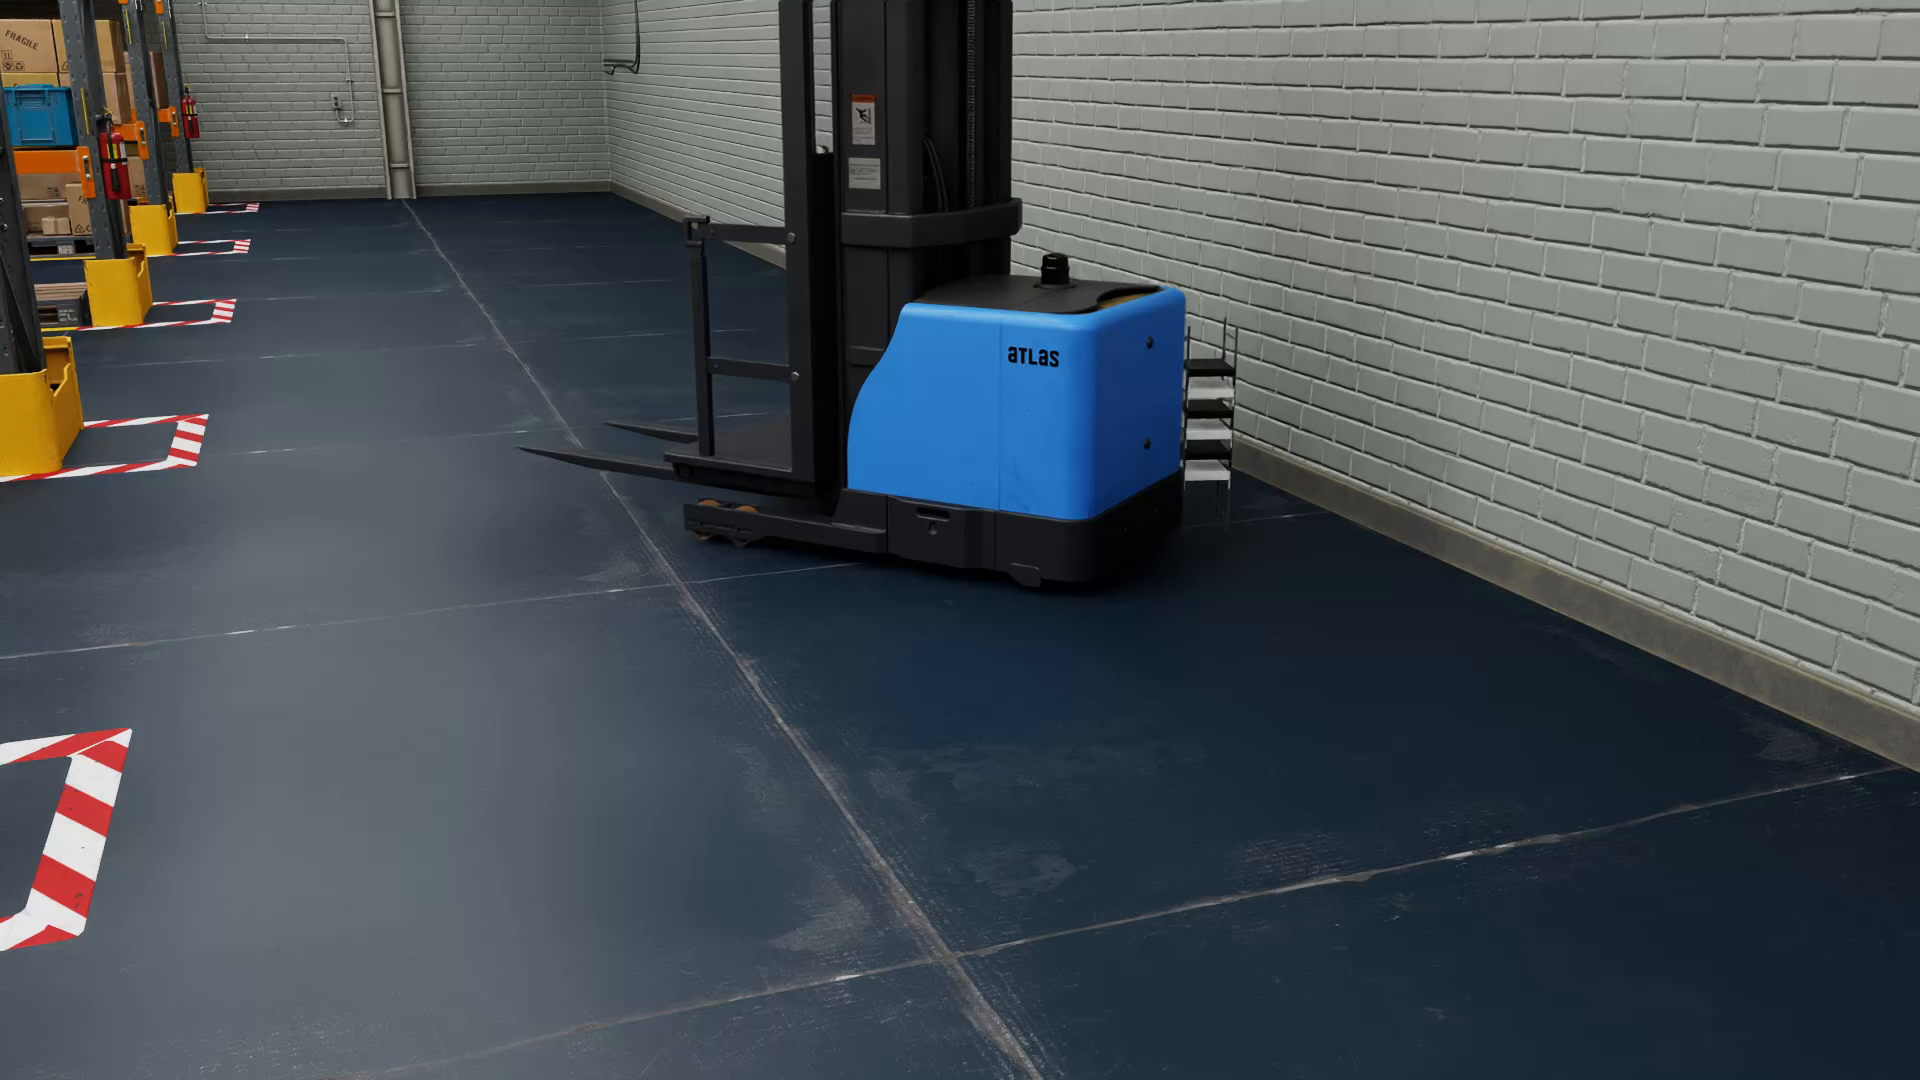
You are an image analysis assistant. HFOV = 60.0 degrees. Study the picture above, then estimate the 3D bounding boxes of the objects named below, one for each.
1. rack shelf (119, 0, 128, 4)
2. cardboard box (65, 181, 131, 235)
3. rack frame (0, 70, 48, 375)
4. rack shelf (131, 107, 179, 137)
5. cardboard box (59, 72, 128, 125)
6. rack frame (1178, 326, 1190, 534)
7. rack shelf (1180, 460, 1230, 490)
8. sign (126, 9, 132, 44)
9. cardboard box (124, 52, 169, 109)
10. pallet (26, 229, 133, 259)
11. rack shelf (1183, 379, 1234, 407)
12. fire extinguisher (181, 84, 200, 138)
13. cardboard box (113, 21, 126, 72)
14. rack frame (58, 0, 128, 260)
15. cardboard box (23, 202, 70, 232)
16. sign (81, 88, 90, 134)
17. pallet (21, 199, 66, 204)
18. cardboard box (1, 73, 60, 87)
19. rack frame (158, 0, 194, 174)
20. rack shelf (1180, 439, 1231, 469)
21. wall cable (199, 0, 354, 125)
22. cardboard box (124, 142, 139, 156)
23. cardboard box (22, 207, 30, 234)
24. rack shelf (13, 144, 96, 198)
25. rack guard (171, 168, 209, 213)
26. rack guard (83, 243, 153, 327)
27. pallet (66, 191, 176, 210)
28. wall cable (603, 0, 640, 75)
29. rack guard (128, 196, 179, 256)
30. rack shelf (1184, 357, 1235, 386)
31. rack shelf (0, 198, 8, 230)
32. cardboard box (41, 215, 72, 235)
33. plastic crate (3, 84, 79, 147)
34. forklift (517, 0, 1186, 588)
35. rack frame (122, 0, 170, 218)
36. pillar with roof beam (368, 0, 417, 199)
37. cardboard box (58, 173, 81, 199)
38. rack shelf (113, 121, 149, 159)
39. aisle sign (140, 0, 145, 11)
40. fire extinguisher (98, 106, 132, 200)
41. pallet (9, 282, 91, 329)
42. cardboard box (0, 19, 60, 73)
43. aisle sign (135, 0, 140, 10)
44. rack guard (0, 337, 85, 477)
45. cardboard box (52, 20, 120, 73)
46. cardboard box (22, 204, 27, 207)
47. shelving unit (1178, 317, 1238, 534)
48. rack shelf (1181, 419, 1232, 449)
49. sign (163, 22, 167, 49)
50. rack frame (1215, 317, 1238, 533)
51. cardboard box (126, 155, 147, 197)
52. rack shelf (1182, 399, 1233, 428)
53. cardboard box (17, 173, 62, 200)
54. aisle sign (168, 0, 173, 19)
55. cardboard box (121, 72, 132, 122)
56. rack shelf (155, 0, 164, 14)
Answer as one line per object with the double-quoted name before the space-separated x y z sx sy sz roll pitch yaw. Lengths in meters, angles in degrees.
"rack shelf" -10.264 -5.407 16.139 4.000 0.370 1.077 -6 17 -20
"cardboard box" -8.816 -3.406 17.029 0.500 0.500 0.500 -6 17 -20
"rack frame" -4.855 -1.907 8.270 0.127 3.000 1.000 -6 17 -20
"rack shelf" -12.040 -5.270 20.998 4.000 0.370 1.077 -6 17 -20
"cardboard box" -8.717 -4.445 16.735 0.500 0.500 0.500 -6 17 -18
"rack frame" 0.949 -0.492 7.178 0.006 0.900 0.240 -1 16 -4
"rack shelf" 1.050 -0.290 7.246 0.200 0.077 0.258 -1 16 -4
"sign" -8.216 -5.073 16.435 0.005 0.325 0.100 -6 17 -20
"cardboard box" -10.645 -5.907 21.357 0.700 0.700 0.980 -5 17 -18
"pallet" -9.211 -3.088 17.239 1.213 0.211 1.003 -6 17 -20
"rack shelf" 1.050 -0.635 7.144 0.200 0.077 0.258 -1 16 -4
"fire extinguisher" -9.866 -5.495 21.285 0.183 0.674 0.296 -6 17 -20
"cardboard box" -8.905 -5.066 17.076 0.500 0.500 0.500 -6 17 -18
"rack frame" -6.627 -3.210 12.707 0.127 3.000 1.000 -6 17 -20
"cardboard box" -9.472 -3.375 17.368 0.500 0.250 0.500 -6 17 -20
"sign" -6.415 -3.146 12.197 0.005 0.325 0.100 -6 17 -20
"pallet" -12.028 -4.256 21.217 1.213 0.211 1.003 -6 17 -20
"cardboard box" -9.200 -4.392 16.554 0.500 0.500 0.500 -6 17 -20
"rack frame" -10.172 -5.817 21.584 0.127 3.000 1.000 -6 17 -20
"rack shelf" 1.050 -0.376 7.220 0.200 0.077 0.258 -1 16 -4
"wall cable" -9.315 -6.683 22.728 1.851 1.984 0.084 -6 17 -20
"cardboard box" -10.745 -5.099 21.677 0.250 0.149 0.380 -6 17 -20
"cardboard box" -9.713 -3.198 16.765 0.500 0.250 0.500 -6 17 -20
"rack shelf" -8.495 -2.664 12.122 4.000 0.370 1.077 -6 17 -20
"rack guard" -10.150 -4.620 21.944 0.348 0.500 1.175 -6 17 -20
"rack guard" -6.609 -2.017 13.079 0.348 0.500 1.175 -6 17 -20
"pallet" -10.891 -4.378 21.632 1.213 0.211 1.003 -6 17 -20
"wall cable" -4.763 -7.682 22.797 0.112 2.526 3.097 -6 17 -20
"rack guard" -8.467 -3.307 17.473 0.348 0.500 1.175 -6 17 -20
"rack shelf" 1.050 -0.722 7.119 0.200 0.077 0.258 -1 16 -4
"rack shelf" -6.722 -1.361 7.684 4.000 0.370 1.077 -6 17 -20
"cardboard box" -9.226 -3.229 17.018 0.250 0.166 0.380 -6 17 -20
"plastic crate" -6.873 -3.173 12.412 0.499 0.435 0.616 -6 17 -20
"forklift" -0.596 -1.503 7.016 3.031 2.935 1.130 9 19 28
"rack frame" -8.396 -4.514 17.147 0.127 3.000 1.000 -6 17 -20
"pillar with roof beam" -6.420 -8.063 18.583 0.400 9.000 9.100 -6 17 -20
"cardboard box" -11.257 -4.672 21.375 0.500 0.500 0.700 -6 17 -20
"rack shelf" -10.264 -3.967 16.561 4.000 0.370 1.077 -6 17 -20
"aisle sign" -8.437 -5.846 17.067 0.004 0.787 0.394 -6 17 -20
"fire extinguisher" -6.324 -2.890 12.415 0.183 0.674 0.296 -6 17 -20
"pallet" -7.411 -1.800 12.852 1.213 0.211 1.003 -6 17 -20
"cardboard box" -9.185 -4.873 16.418 0.500 0.500 0.500 -6 17 -19
"aisle sign" -8.223 -5.688 16.529 0.004 0.787 0.394 -6 17 -20
"rack guard" -4.832 -0.710 8.630 0.348 0.500 1.175 -6 17 -20
"cardboard box" -8.713 -4.925 16.592 0.500 0.500 0.500 -6 18 -21
"cardboard box" -9.939 -3.325 17.196 0.500 0.250 0.500 -6 17 -20
"shelving unit" 1.050 -0.495 7.185 0.210 0.900 0.258 -1 16 -4
"rack shelf" 1.050 -0.463 7.195 0.200 0.077 0.258 -1 16 -4
"sign" -9.991 -6.342 20.896 0.005 0.325 0.100 -6 17 -20
"rack frame" 1.152 -0.497 7.193 0.006 0.900 0.240 -1 16 -4
"cardboard box" -10.790 -4.722 21.547 0.500 0.500 0.700 -6 17 -20
"rack shelf" 1.050 -0.549 7.169 0.200 0.077 0.258 -1 16 -4
"cardboard box" -11.727 -4.621 21.202 0.500 0.500 0.700 -7 18 -22
"aisle sign" -9.997 -6.993 20.973 0.004 0.787 0.394 -6 17 -20
"cardboard box" -8.905 -4.587 17.216 0.500 0.500 0.500 -6 17 -19
"rack shelf" -12.040 -6.709 20.576 4.000 0.370 1.077 -6 17 -20
